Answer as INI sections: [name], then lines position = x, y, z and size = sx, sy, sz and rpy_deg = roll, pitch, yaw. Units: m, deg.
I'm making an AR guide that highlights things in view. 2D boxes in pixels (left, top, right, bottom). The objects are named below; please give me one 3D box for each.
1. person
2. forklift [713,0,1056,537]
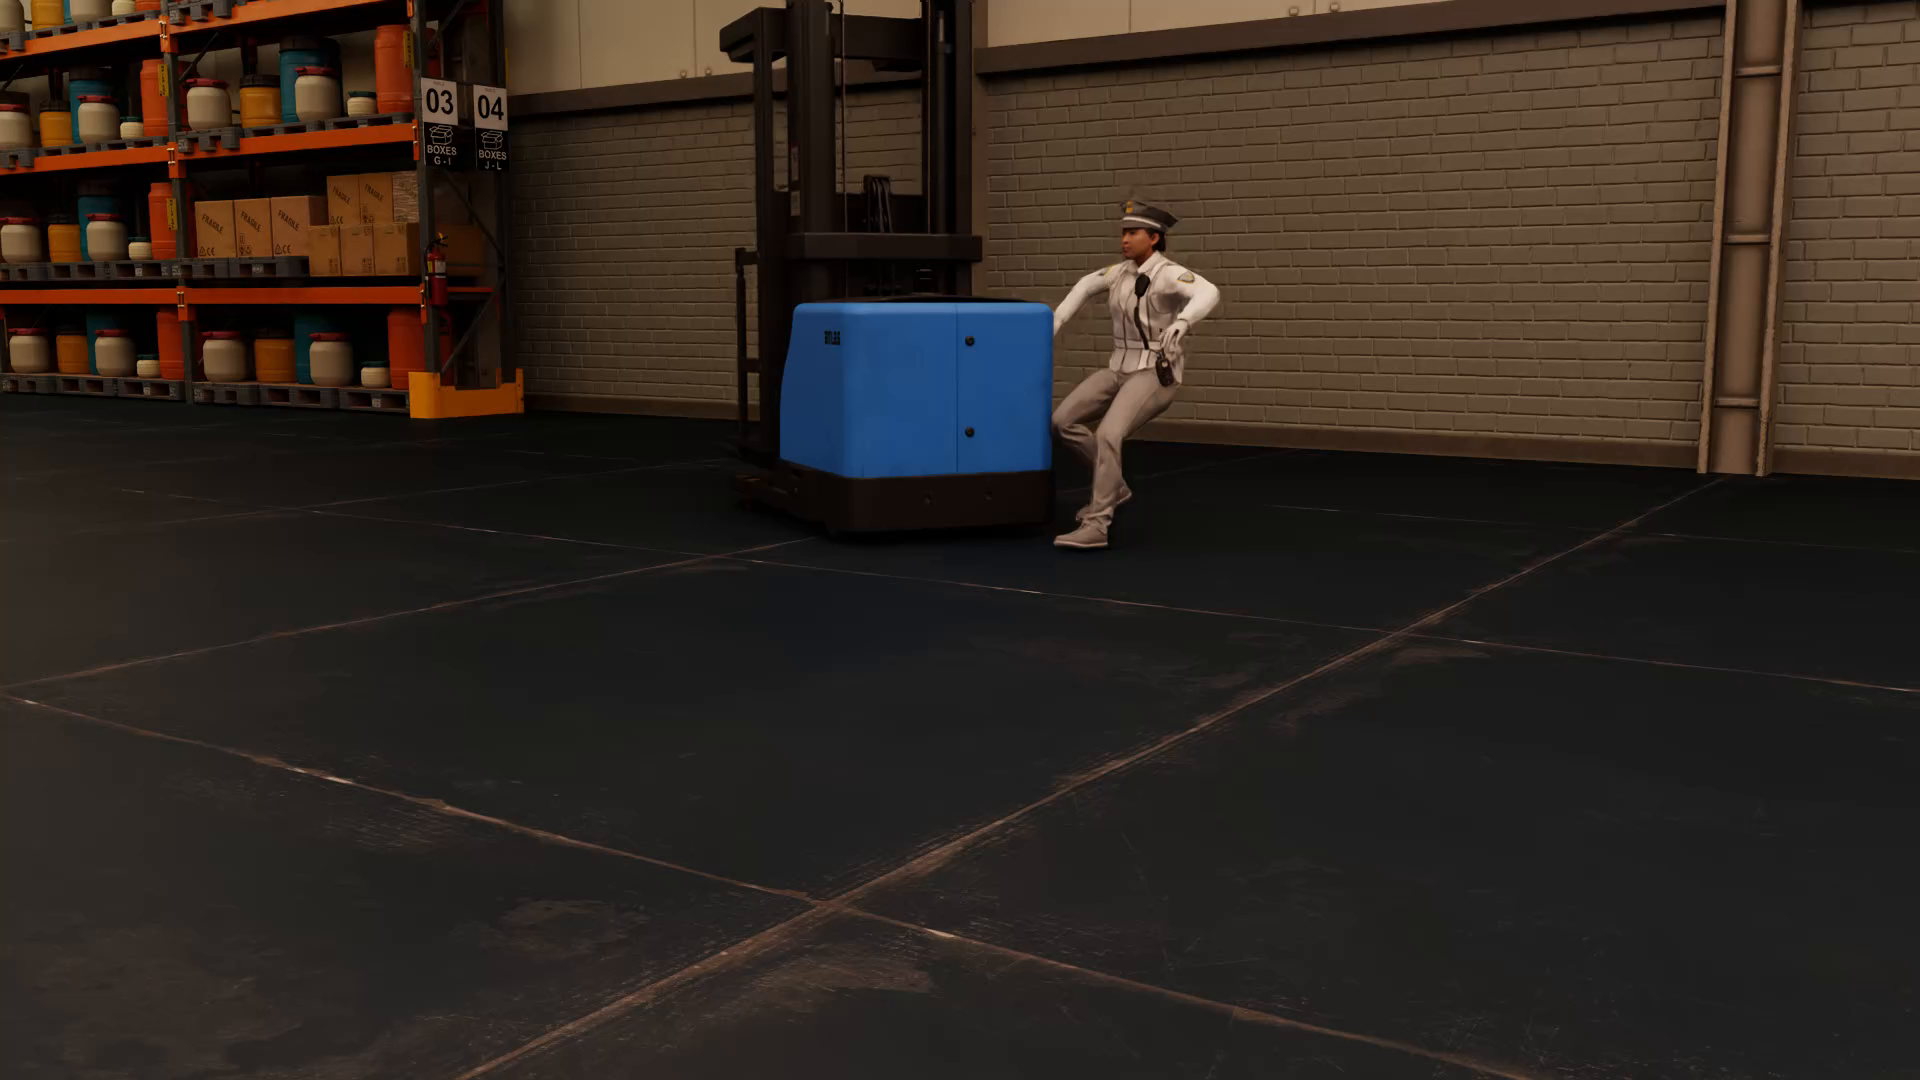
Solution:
[person]
position = 0.659, -0.751, 7.430
size = 0.767, 1.525, 0.991
rpy_deg = -5, 9, -30
[forklift]
position = -0.597, -1.634, 8.682
size = 1.130, 2.935, 3.031
rpy_deg = -3, 9, -23
